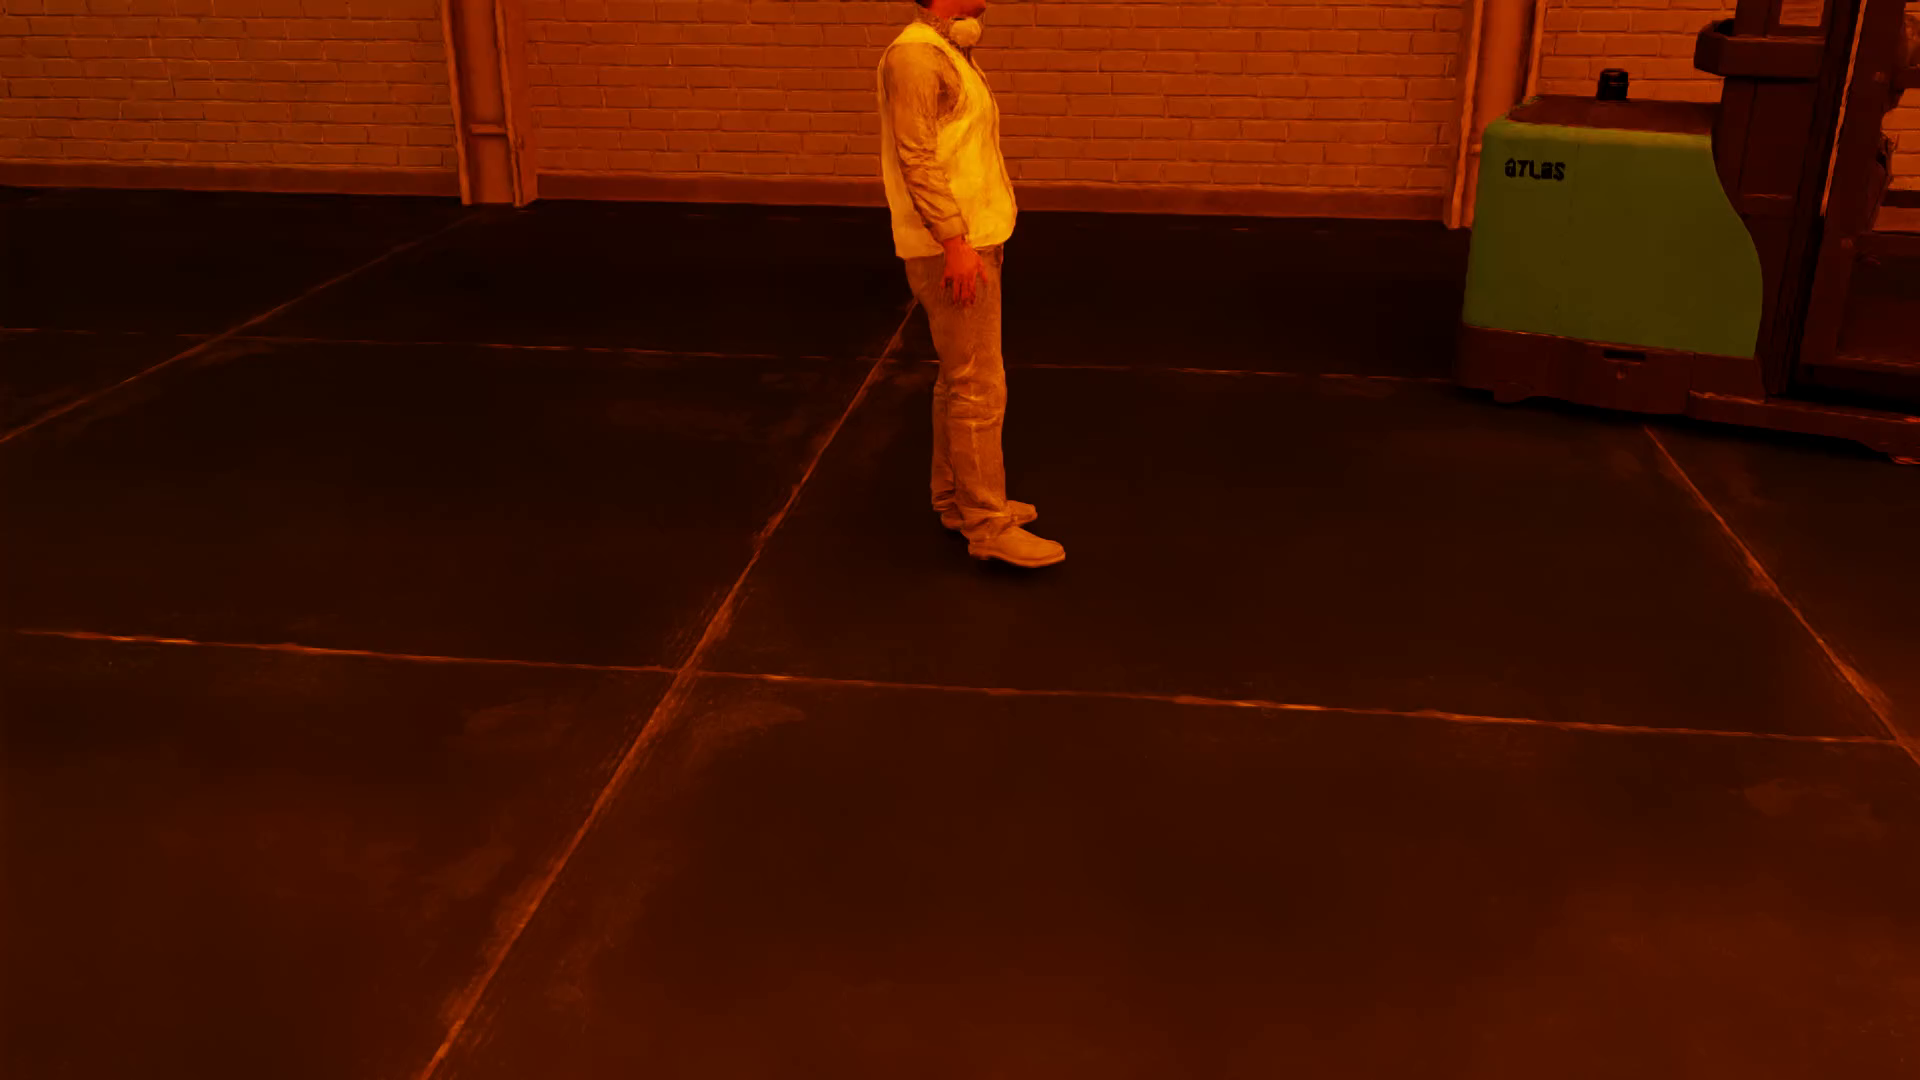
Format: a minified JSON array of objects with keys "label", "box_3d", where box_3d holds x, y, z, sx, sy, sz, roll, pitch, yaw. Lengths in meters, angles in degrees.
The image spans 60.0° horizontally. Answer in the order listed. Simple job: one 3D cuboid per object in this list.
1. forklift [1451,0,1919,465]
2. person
[{"label":"forklift","box_3d":[3.482,-1.814,5.759,3.031,2.935,1.130,11,24,25]},{"label":"person","box_3d":[0.061,-0.860,4.814,0.567,1.773,0.632,3,22,7]}]
